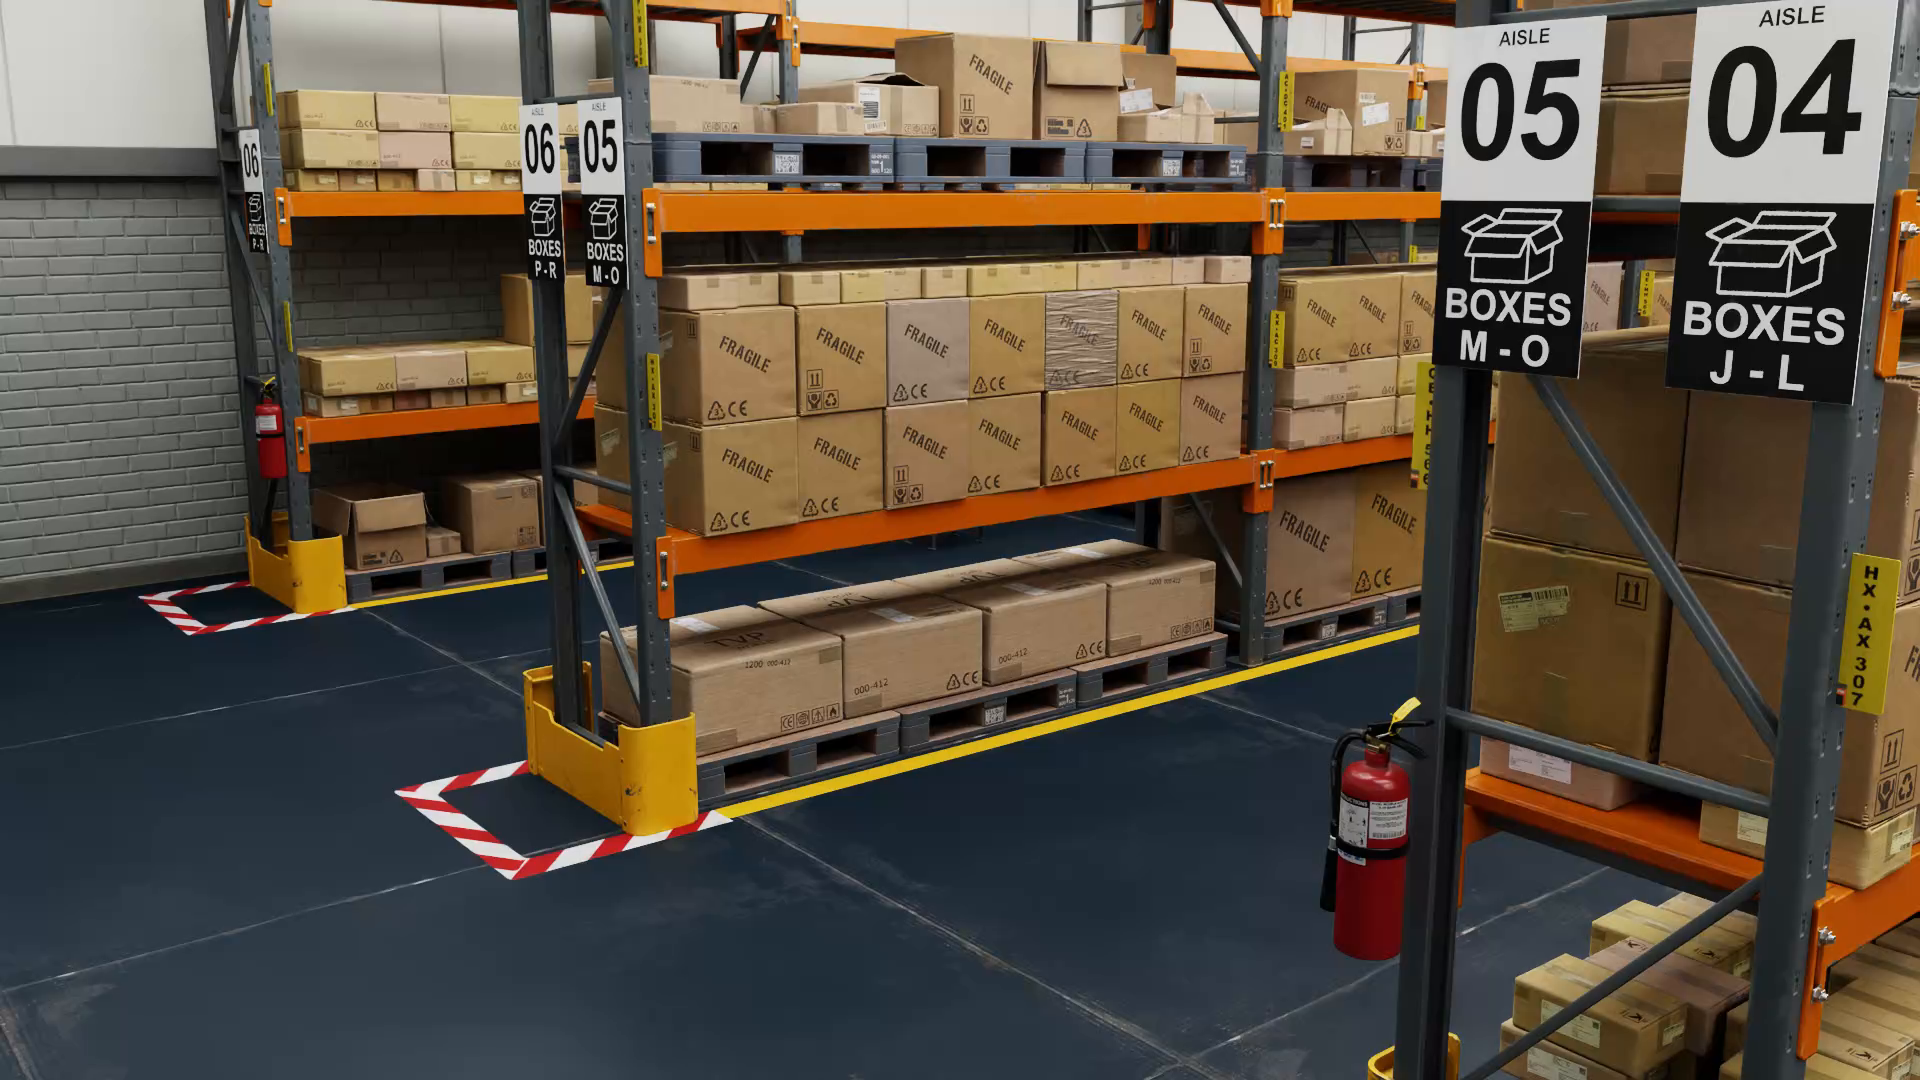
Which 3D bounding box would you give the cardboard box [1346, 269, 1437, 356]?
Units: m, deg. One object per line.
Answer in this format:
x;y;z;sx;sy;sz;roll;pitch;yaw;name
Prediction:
2.769;-1.464;10.653;0.500;0.500;0.500;-10;16;-39;cardboard box

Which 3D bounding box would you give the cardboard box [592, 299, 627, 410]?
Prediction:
-1.423;-0.900;8.000;0.500;0.500;0.500;-9;15;-36;cardboard box

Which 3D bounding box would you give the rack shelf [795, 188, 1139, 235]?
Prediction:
-0.069;-2.960;14.856;4.000;0.370;1.077;-9;15;-38;rack shelf

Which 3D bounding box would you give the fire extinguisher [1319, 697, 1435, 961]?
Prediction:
1.036;0.707;4.164;0.183;0.674;0.296;-9;15;-38;fire extinguisher

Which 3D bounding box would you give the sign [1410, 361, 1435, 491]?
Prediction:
1.190;-0.285;4.201;0.005;0.325;0.100;-9;15;-38;sign

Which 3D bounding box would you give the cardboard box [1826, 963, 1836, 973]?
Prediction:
2.556;1.320;5.326;0.250;0.149;0.380;-9;15;-37;cardboard box

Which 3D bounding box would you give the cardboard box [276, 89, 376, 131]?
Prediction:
-4.251;-2.867;11.127;0.500;0.250;0.500;-10;15;-38;cardboard box

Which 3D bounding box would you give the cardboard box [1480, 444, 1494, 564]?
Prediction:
3.306;-0.274;11.803;0.875;0.875;0.875;-9;15;-37;cardboard box

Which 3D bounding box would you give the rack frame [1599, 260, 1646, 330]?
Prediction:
4.596;-1.299;12.526;0.127;3.000;1.000;-9;15;-38;rack frame

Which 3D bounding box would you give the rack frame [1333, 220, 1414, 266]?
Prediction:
4.616;-2.623;18.760;0.127;3.000;1.000;-9;15;-38;rack frame

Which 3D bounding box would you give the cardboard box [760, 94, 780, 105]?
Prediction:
-1.435;-3.583;13.697;0.258;0.266;0.396;-10;15;-38;cardboard box

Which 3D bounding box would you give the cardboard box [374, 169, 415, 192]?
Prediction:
-3.961;-2.483;11.482;0.250;0.149;0.380;-9;15;-37;cardboard box

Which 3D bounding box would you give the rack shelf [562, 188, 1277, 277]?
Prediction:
-0.089;-1.636;8.623;4.000;0.370;1.077;-9;15;-38;rack shelf

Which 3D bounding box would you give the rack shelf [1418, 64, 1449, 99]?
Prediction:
6.178;-5.269;19.475;4.000;0.370;1.077;-9;15;-38;rack shelf

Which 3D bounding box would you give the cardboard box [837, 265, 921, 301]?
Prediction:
-0.399;-1.258;8.123;0.250;0.149;0.380;-9;15;-37;cardboard box

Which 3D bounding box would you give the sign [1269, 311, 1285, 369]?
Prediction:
1.821;-1.153;9.561;0.005;0.325;0.100;-9;15;-38;sign

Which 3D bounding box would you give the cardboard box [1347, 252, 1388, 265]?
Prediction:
4.677;-3.225;19.077;0.250;0.149;0.380;-9;15;-38;cardboard box

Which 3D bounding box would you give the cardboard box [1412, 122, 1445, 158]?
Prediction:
3.118;-2.568;10.590;0.258;0.266;0.396;-8;14;-33;cardboard box

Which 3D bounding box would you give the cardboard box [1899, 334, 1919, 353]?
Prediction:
2.427;-0.237;4.158;0.500;0.500;0.500;-9;15;-36;cardboard box

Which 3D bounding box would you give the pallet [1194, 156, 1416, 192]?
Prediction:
2.158;-2.281;10.388;1.217;0.209;0.805;-10;16;-40;pallet

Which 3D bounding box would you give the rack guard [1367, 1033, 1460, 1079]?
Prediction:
1.580;1.741;4.224;0.348;0.500;1.175;-9;15;-38;rack guard

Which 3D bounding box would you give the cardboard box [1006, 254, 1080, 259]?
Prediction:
0.469;-1.539;9.443;0.250;0.149;0.380;-10;15;-38;cardboard box

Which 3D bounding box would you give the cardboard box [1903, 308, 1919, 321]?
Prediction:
2.930;-0.459;5.203;0.500;0.500;0.500;-10;16;-40;cardboard box

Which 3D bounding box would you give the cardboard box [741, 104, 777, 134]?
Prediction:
-1.078;-2.000;7.959;0.250;0.149;0.380;-11;16;-42;cardboard box

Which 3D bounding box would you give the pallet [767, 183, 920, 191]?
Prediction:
-1.078;-3.033;13.924;1.003;0.211;1.213;-9;15;-38;pallet

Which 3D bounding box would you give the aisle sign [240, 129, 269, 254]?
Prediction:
-4.624;-2.281;10.891;0.004;0.787;0.394;-9;15;-38;aisle sign

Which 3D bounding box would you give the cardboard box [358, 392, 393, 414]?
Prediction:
-4.156;-0.982;11.635;0.250;0.149;0.380;-9;15;-36;cardboard box

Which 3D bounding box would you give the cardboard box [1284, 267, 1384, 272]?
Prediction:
2.473;-1.548;11.049;0.500;0.500;0.500;-9;15;-36;cardboard box

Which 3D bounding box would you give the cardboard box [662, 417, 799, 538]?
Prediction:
-1.096;-0.326;7.701;0.500;0.500;0.500;-10;15;-38;cardboard box

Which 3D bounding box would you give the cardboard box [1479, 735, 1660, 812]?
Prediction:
1.599;0.563;4.359;0.250;0.149;0.380;-9;15;-38;cardboard box

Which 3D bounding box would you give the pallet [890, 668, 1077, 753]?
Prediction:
-0.123;0.829;9.217;1.213;0.211;1.003;-9;15;-38;pallet

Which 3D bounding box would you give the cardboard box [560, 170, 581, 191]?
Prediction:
-2.911;-2.630;12.177;0.250;0.149;0.380;-9;15;-37;cardboard box

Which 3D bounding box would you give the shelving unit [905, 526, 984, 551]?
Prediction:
-0.129;-1.006;13.310;0.503;2.100;0.431;-9;15;-38;shelving unit

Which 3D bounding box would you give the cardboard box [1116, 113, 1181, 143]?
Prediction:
0.968;-2.210;8.946;0.250;0.149;0.380;-9;15;-36;cardboard box

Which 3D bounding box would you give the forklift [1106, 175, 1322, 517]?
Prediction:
2.558;-1.832;15.198;3.031;2.935;1.130;-9;15;-38;forklift

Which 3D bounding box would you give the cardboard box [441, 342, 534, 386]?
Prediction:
-3.444;-1.285;12.103;0.500;0.250;0.500;-10;15;-39;cardboard box

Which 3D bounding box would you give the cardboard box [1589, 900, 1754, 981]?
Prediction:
2.131;1.239;4.991;0.250;0.149;0.380;-10;15;-39;cardboard box

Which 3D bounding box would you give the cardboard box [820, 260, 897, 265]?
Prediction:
-0.533;-1.370;8.650;0.250;0.149;0.380;-9;15;-36;cardboard box

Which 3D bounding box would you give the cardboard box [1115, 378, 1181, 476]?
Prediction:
0.872;-0.660;9.274;0.500;0.500;0.500;-10;16;-39;cardboard box

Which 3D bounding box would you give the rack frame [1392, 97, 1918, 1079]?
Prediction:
1.521;0.529;3.918;0.127;3.000;1.000;-9;15;-38;rack frame

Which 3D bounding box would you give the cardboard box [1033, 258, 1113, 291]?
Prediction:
0.597;-1.423;8.897;0.250;0.149;0.380;-10;15;-38;cardboard box

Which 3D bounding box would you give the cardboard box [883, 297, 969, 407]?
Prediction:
-0.301;-0.952;8.241;0.500;0.500;0.500;-10;15;-38;cardboard box

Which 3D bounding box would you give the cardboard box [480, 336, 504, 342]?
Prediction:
-3.359;-1.439;12.828;0.500;0.250;0.500;-9;15;-38;cardboard box

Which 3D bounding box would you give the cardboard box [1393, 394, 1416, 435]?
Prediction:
2.795;-0.853;10.783;0.500;0.250;0.500;-10;15;-38;cardboard box

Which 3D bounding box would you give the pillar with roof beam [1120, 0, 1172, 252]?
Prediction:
4.637;-4.656;13.889;0.400;9.000;9.100;-9;15;-38;pillar with roof beam

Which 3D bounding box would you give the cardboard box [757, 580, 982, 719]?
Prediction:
-0.488;0.565;8.905;0.875;0.438;0.875;-9;15;-36;cardboard box

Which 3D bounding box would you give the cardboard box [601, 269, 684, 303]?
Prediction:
-1.495;-1.196;7.828;0.250;0.149;0.380;-9;15;-37;cardboard box

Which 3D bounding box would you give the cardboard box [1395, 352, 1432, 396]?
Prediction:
2.793;-1.096;10.727;0.500;0.250;0.500;-9;15;-37;cardboard box

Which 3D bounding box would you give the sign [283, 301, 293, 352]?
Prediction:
-4.415;-1.401;10.922;0.005;0.325;0.100;-9;15;-38;sign

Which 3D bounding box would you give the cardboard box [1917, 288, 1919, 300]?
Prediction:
8.615;-2.094;15.310;0.500;0.500;0.500;-10;15;-38;cardboard box

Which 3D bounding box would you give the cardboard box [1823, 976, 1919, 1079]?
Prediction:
2.559;1.347;4.486;0.250;0.149;0.380;-9;15;-38;cardboard box

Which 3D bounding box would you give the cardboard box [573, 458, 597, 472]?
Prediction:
-2.715;-0.352;13.071;0.500;0.500;0.700;-10;16;-40;cardboard box
